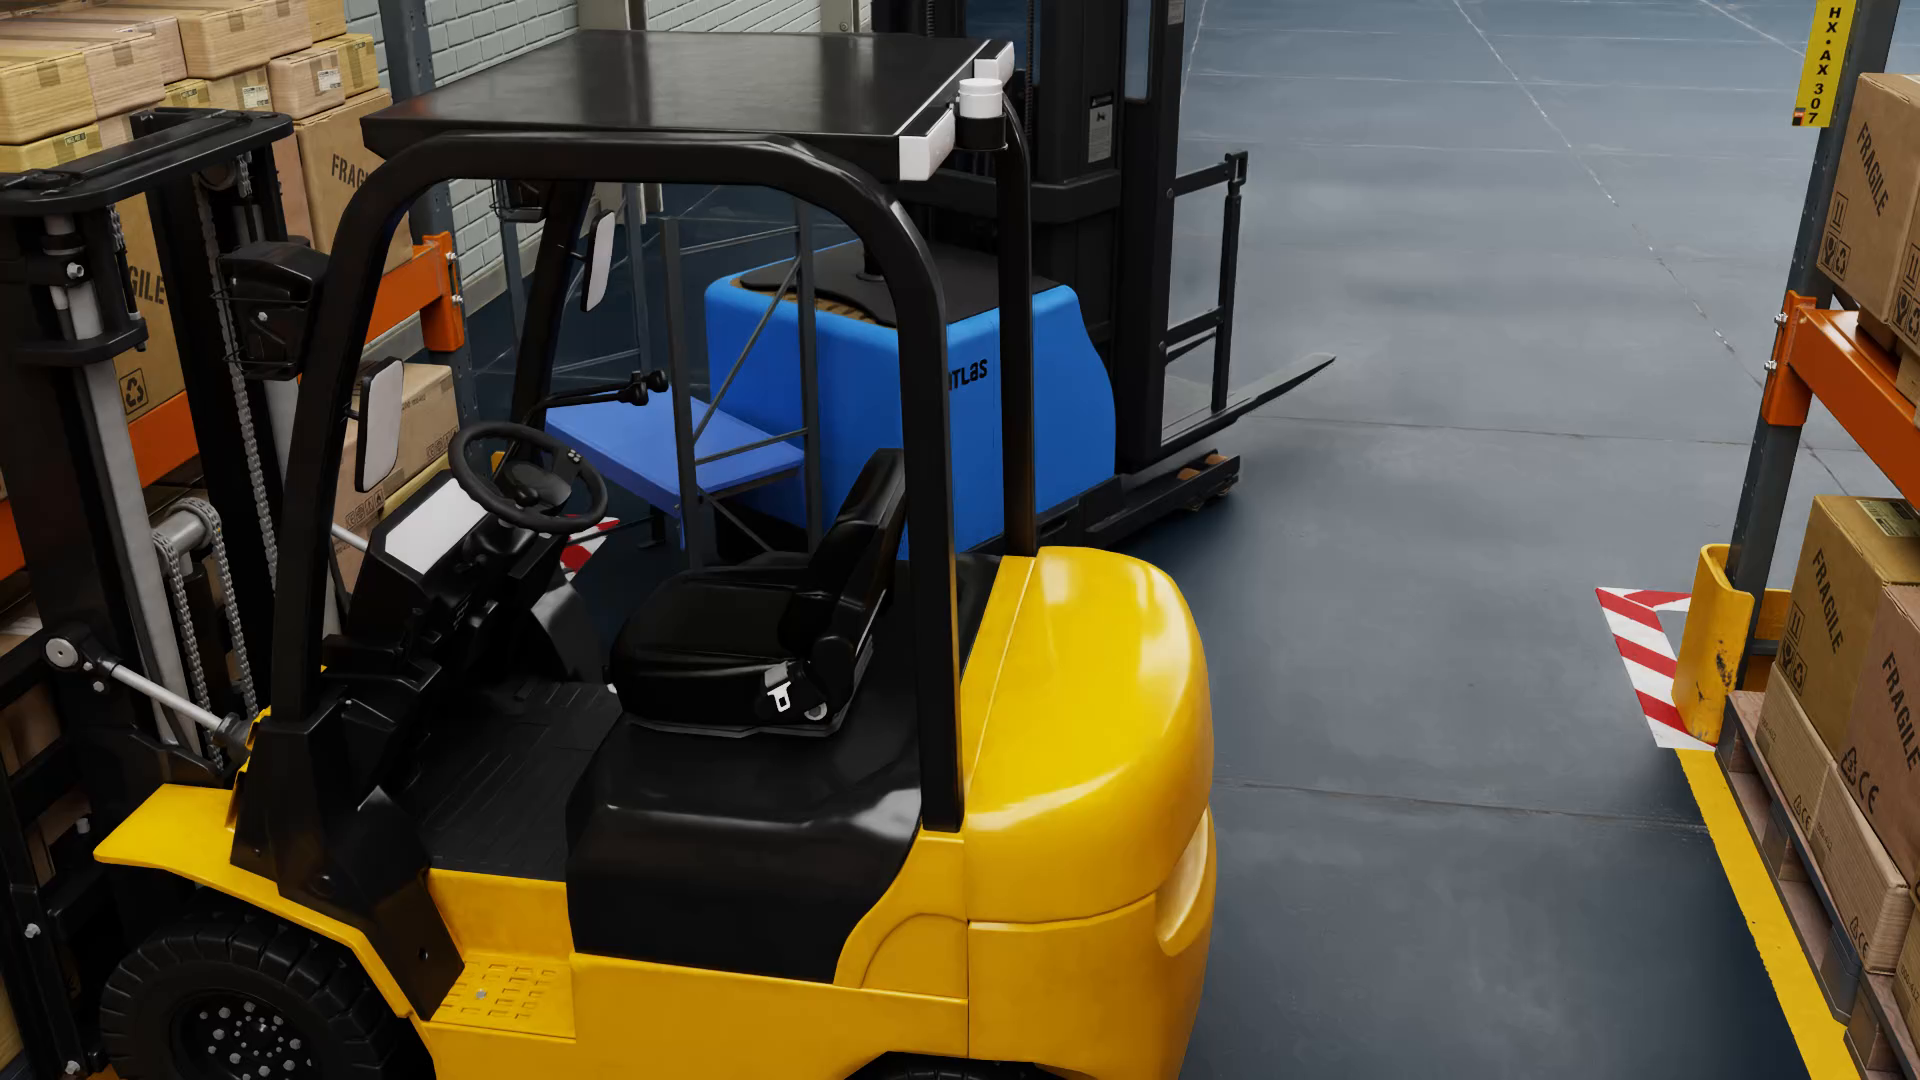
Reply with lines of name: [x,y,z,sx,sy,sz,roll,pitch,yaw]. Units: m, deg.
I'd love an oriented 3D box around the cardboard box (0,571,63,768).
cardboard box: [-2.105,0.293,3.654,0.500,0.250,0.500,4,25,7]

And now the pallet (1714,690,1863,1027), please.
pallet: [2.621,0.814,4.262,1.003,0.211,1.213,4,25,9]

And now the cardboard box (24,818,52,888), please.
cardboard box: [-2.193,0.740,3.289,0.500,0.250,0.500,4,25,8]

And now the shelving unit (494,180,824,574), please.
shelving unit: [-0.970,-0.445,5.431,0.538,1.500,1.048,-20,32,-36]

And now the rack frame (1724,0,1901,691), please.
rack frame: [2.801,-0.818,4.459,1.000,3.000,0.127,4,25,9]

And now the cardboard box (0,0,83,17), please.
cardboard box: [-2.468,-1.290,4.234,0.380,0.149,0.250,4,25,10]

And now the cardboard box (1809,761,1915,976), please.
cardboard box: [2.305,0.768,3.818,0.500,0.250,0.500,5,26,10]

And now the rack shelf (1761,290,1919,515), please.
rack shelf: [2.474,0.344,2.825,1.077,0.370,4.000,4,25,9]

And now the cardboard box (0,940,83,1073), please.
cardboard box: [-2.209,0.959,3.411,0.500,0.250,0.500,4,25,9]

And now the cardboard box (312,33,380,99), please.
cardboard box: [-1.877,-1.335,4.681,0.380,0.149,0.250,4,25,9]

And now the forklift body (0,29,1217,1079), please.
forklift body: [-0.607,0.144,3.406,2.313,2.155,1.214,4,25,9]

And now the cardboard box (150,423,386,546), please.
cardboard box: [-1.942,-0.130,4.558,0.500,0.250,0.500,4,25,9]

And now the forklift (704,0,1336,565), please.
forklift: [0.462,-1.563,6.132,1.130,2.935,3.031,20,32,36]

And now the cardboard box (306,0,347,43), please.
cardboard box: [-1.948,-1.470,4.618,0.380,0.149,0.250,4,25,9]

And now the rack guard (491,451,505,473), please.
rack guard: [-2.093,-0.038,5.742,1.175,0.500,0.348,4,25,9]

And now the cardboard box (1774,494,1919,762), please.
cardboard box: [2.393,0.226,4.093,0.500,0.500,0.500,3,25,7]

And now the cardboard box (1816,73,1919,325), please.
cardboard box: [2.450,-0.819,3.993,0.500,0.500,0.500,4,25,8]

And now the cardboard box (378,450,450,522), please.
cardboard box: [-1.868,-0.106,5.097,0.500,0.250,0.500,4,25,8]

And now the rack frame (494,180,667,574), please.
rack frame: [-1.301,-0.609,5.781,0.500,1.500,0.032,-20,32,-36]

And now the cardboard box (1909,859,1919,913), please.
cardboard box: [2.221,0.654,3.178,0.500,0.500,0.500,5,25,10]

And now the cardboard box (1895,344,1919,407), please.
cardboard box: [2.390,-0.365,3.787,0.380,0.149,0.250,3,25,7]

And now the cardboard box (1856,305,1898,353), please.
cardboard box: [2.541,-0.576,4.240,0.380,0.149,0.250,4,25,9]

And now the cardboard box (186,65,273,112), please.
cardboard box: [-1.992,-1.122,4.225,0.380,0.149,0.250,4,25,10]

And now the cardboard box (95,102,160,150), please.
cardboard box: [-2.041,-0.904,3.760,0.380,0.149,0.250,3,25,7]

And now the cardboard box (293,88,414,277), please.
cardboard box: [-1.918,-0.982,4.691,0.500,0.500,0.500,3,25,7]

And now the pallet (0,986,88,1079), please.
pallet: [-2.382,0.934,4.005,1.003,0.211,1.213,4,25,9]

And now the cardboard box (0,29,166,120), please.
cardboard box: [-2.020,-1.037,3.694,0.380,0.149,0.250,5,25,10]

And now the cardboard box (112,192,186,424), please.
cardboard box: [-2.096,-0.551,3.771,0.500,0.500,0.500,4,25,8]

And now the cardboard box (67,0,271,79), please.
cardboard box: [-1.973,-1.253,4.155,0.380,0.149,0.250,5,25,10]

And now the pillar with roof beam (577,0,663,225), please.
pillar with roof beam: [2.128,-5.860,8.154,9.100,9.000,0.400,4,25,9]

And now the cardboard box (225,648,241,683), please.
cardboard box: [-2.024,0.320,4.186,0.500,0.250,0.500,3,25,7]
